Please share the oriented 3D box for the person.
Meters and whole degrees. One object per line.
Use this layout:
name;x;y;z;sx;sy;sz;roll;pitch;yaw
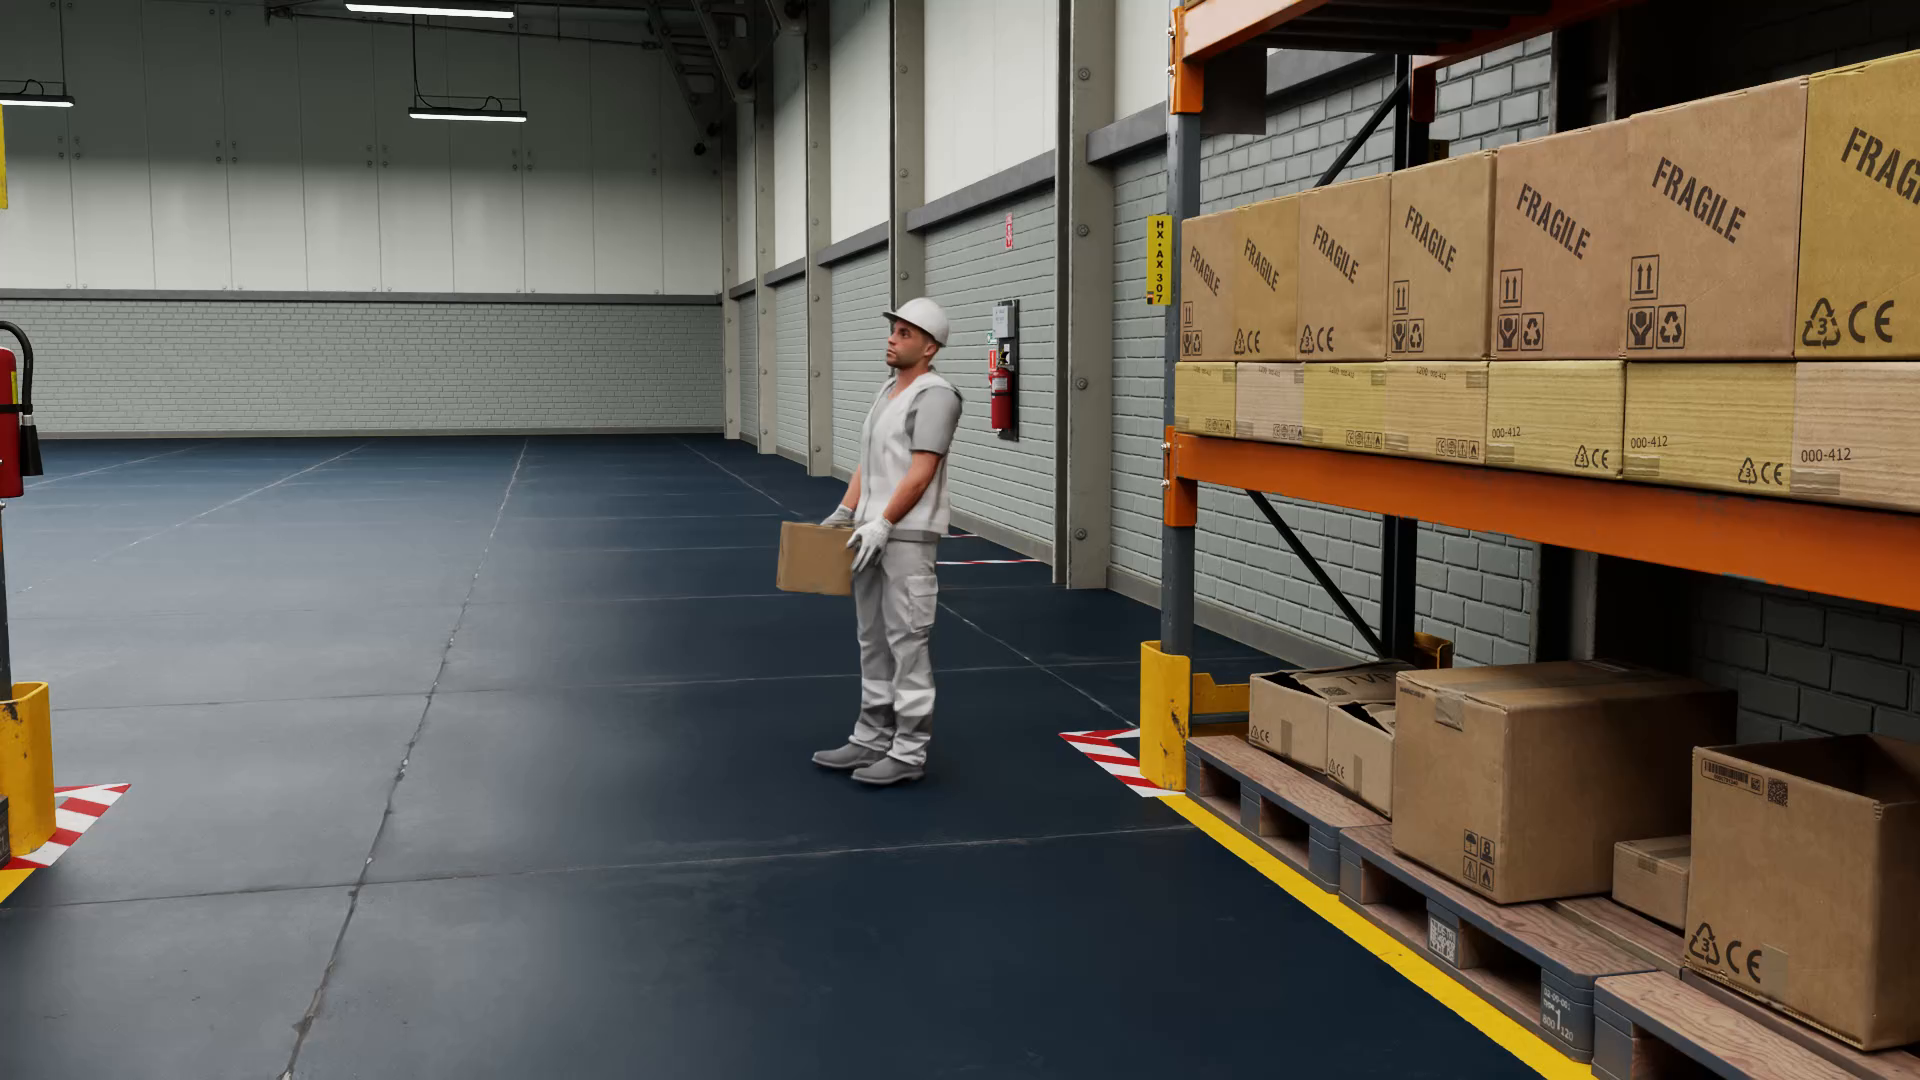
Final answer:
person;-0.276;0.001;6.192;0.480;1.794;0.561;-3;7;-28
